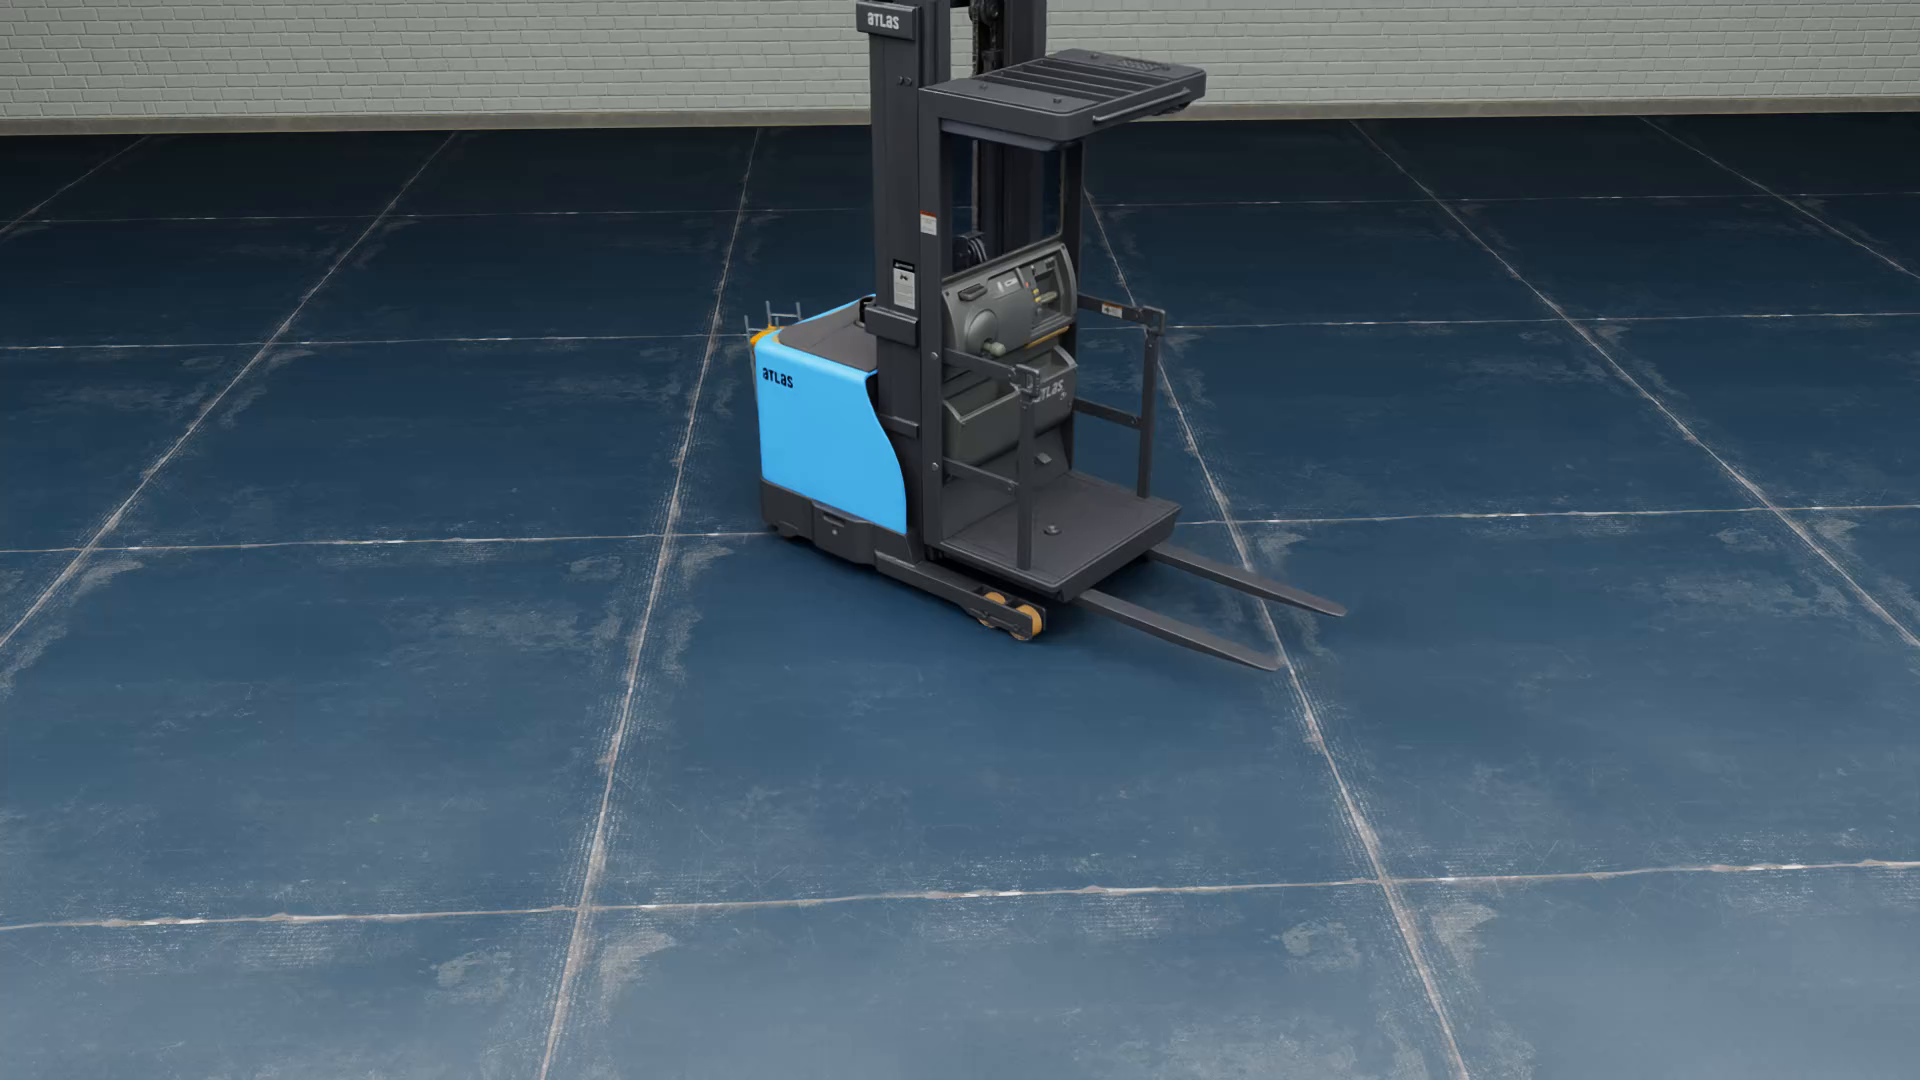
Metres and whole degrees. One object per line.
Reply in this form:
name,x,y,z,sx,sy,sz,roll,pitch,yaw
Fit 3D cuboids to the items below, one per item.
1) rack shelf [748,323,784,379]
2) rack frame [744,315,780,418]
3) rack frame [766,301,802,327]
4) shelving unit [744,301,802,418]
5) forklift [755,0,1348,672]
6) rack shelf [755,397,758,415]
rack shelf,-0.977,-0.997,8.920,0.215,0.259,0.240,6,28,22
rack frame,-1.000,-0.699,8.937,0.200,1.050,0.008,6,28,22
rack frame,-0.910,-0.804,9.138,0.200,1.050,0.008,6,28,22
shelving unit,-0.955,-0.751,9.038,0.215,1.050,0.252,6,28,22
forklift,0.406,-1.100,7.690,3.031,2.935,1.130,21,34,34
rack shelf,-0.954,-0.742,9.042,0.215,0.259,0.240,6,28,22
